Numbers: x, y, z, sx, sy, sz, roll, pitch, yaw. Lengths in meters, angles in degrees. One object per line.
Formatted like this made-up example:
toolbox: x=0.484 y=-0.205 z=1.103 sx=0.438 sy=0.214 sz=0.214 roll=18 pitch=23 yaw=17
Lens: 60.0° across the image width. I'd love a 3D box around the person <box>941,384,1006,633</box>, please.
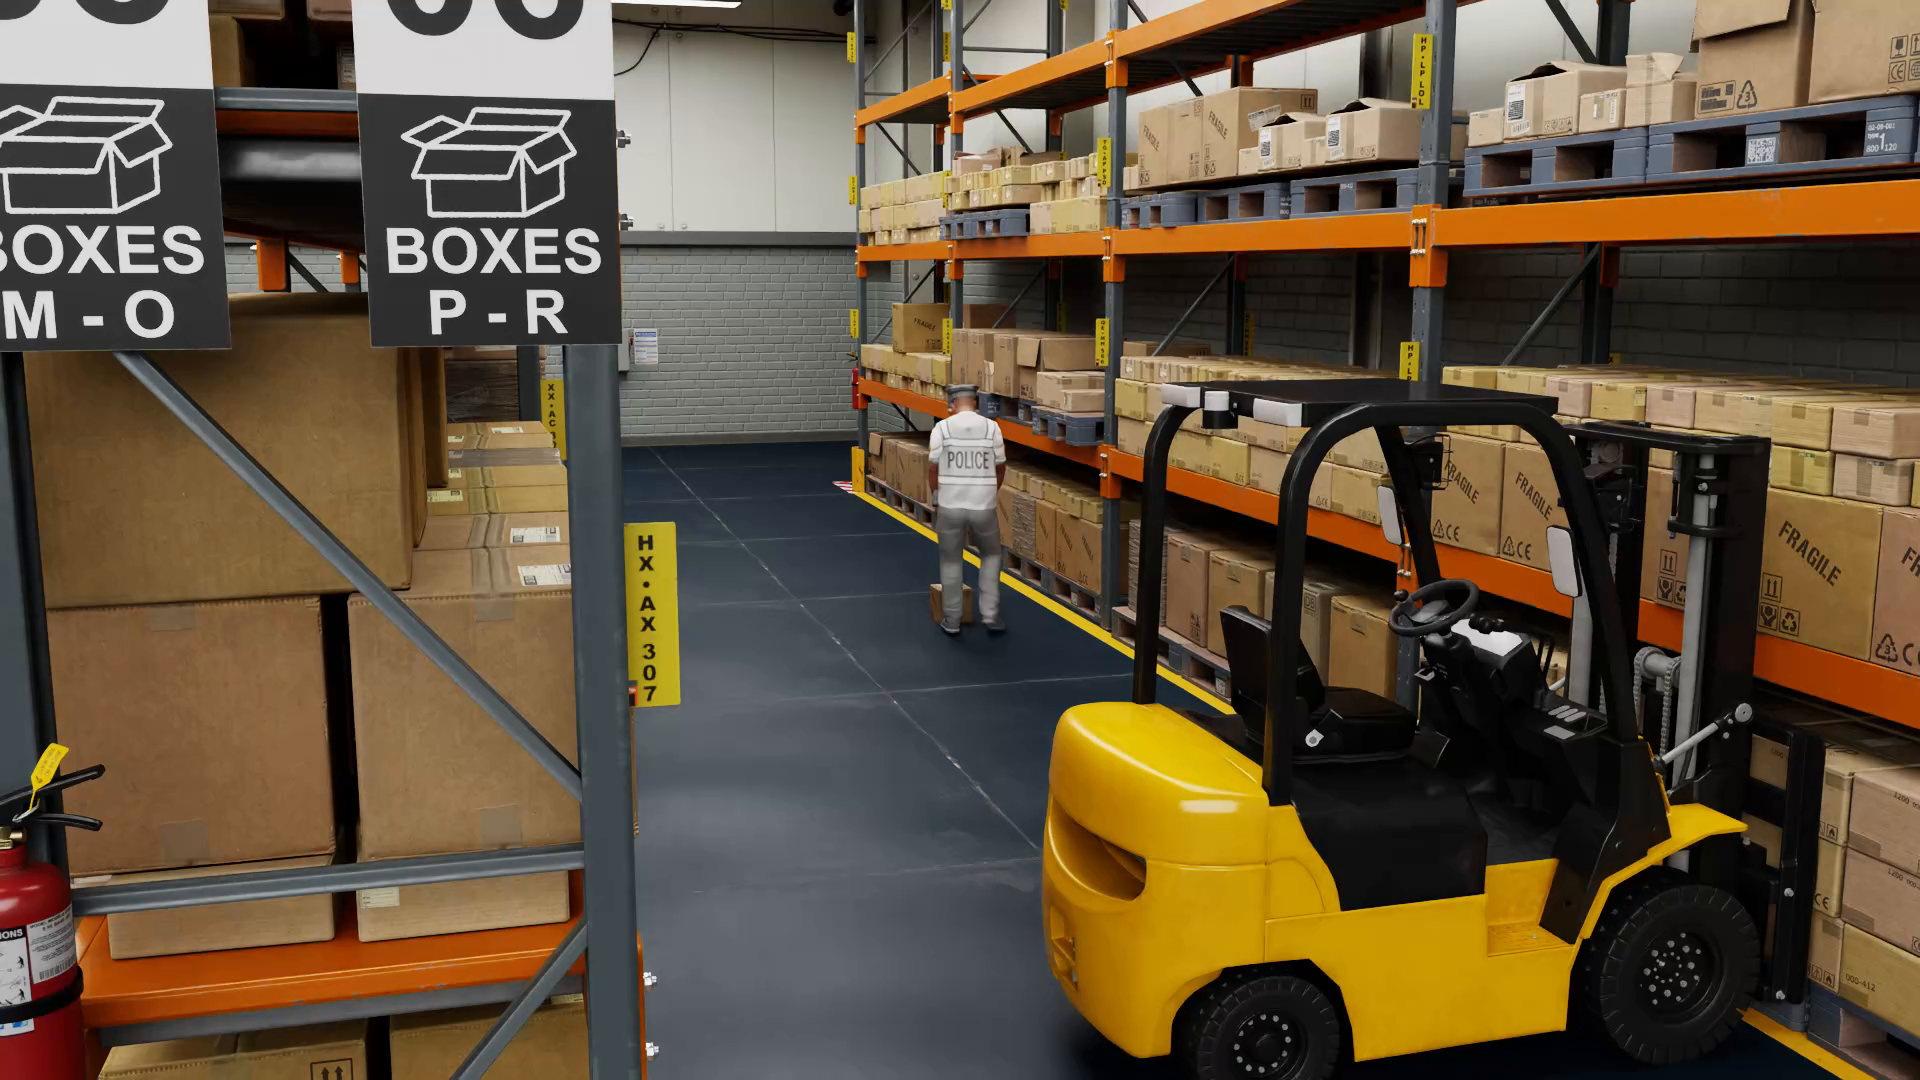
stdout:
person: x=0.098 y=-0.214 z=11.695 sx=0.463 sy=1.759 sz=0.399 roll=-1 pitch=9 yaw=-7
